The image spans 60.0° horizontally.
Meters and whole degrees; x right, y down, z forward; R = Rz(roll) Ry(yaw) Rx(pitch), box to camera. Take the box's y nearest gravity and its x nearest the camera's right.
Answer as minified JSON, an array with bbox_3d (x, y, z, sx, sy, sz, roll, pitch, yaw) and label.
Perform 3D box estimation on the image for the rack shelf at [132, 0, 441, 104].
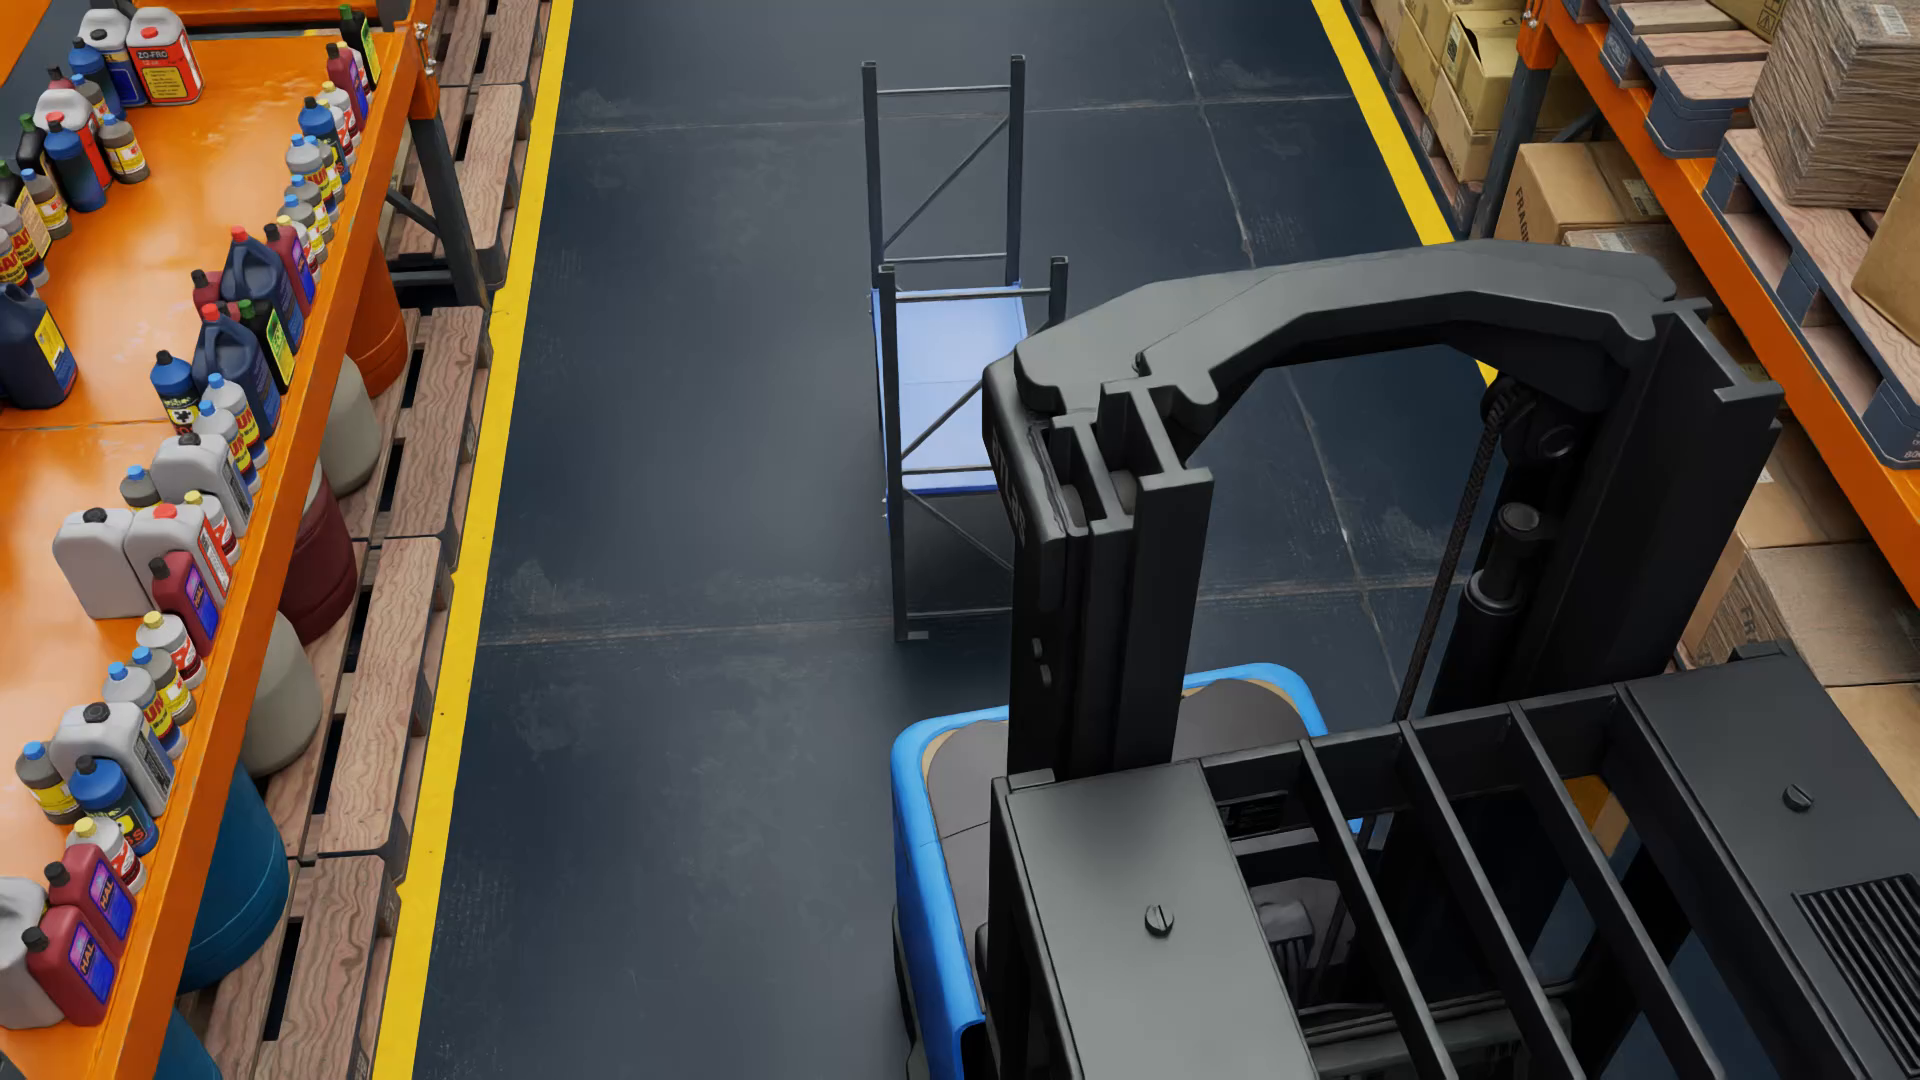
[{"bbox_3d":[-2.528,-3.080,7.097,1.077,0.370,4.000,-3,47,-3],"label":"rack shelf"}]

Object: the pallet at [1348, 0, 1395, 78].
[{"bbox_3d":[2.447,-2.699,8.160,1.003,0.211,1.213,-3,47,-3],"label":"pallet"}]

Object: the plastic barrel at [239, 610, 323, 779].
[{"bbox_3d":[-2.072,0.404,4.726,0.421,0.512,0.421,0,47,0],"label":"plastic barrel"}]

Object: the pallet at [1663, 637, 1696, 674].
[{"bbox_3d":[2.700,0.203,5.412,1.003,0.211,1.213,-3,47,-3],"label":"pallet"}]

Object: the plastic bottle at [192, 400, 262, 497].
[{"bbox_3d":[-1.764,-0.224,3.984,0.097,0.271,0.097,0,47,0],"label":"plastic bottle"}]

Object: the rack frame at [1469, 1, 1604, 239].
[{"bbox_3d":[2.576,-2.179,5.748,1.000,3.000,0.127,-3,47,-3],"label":"rack frame"}]

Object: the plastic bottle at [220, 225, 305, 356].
[{"bbox_3d":[-1.834,-0.652,4.336,0.144,0.351,0.185,-3,47,-3],"label":"plastic bottle"}]

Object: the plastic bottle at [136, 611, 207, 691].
[{"bbox_3d":[-1.714,0.233,3.601,0.097,0.201,0.097,0,47,0],"label":"plastic bottle"}]

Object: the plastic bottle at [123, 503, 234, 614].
[{"bbox_3d":[-1.762,0.028,3.743,0.152,0.276,0.135,-3,47,-3],"label":"plastic bottle"}]

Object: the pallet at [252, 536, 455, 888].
[{"bbox_3d":[-2.154,0.527,5.106,1.003,0.211,1.213,-3,47,-3],"label":"pallet"}]

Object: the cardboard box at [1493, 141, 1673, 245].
[{"bbox_3d":[2.329,-1.124,6.167,0.500,0.500,0.500,-2,47,-2],"label":"cardboard box"}]

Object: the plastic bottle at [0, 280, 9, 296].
[{"bbox_3d":[-2.595,-0.669,4.398,0.061,0.283,0.133,-3,47,-3],"label":"plastic bottle"}]

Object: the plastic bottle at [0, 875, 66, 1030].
[{"bbox_3d":[-1.735,0.727,3.030,0.144,0.351,0.185,-3,47,-3],"label":"plastic bottle"}]

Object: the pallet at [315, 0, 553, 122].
[{"bbox_3d":[-2.486,-2.365,7.845,1.003,0.211,1.213,-3,47,-3],"label":"pallet"}]

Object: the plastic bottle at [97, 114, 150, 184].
[{"bbox_3d":[-2.485,-1.166,4.925,0.097,0.201,0.097,0,47,0],"label":"plastic bottle"}]

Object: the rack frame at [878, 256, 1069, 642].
[{"bbox_3d":[0.035,-0.210,4.916,0.500,1.500,0.032,-3,47,-3],"label":"rack frame"}]

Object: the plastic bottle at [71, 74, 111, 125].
[{"bbox_3d":[-2.656,-1.323,5.074,0.097,0.201,0.097,0,47,0],"label":"plastic bottle"}]

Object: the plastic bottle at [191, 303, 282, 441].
[{"bbox_3d":[-1.807,-0.422,4.118,0.144,0.351,0.185,-3,47,-3],"label":"plastic bottle"}]

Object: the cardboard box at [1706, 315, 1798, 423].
[{"bbox_3d":[2.416,-0.382,5.465,0.500,0.500,0.500,-4,47,-4],"label":"cardboard box"}]

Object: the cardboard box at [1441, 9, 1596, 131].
[{"bbox_3d":[2.287,-1.935,6.735,0.500,0.311,0.500,-2,47,-2],"label":"cardboard box"}]

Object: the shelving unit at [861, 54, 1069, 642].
[{"bbox_3d":[-0.007,-0.577,5.264,0.538,1.500,1.048,-3,47,-3],"label":"shelving unit"}]

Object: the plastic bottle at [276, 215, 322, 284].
[{"bbox_3d":[-1.834,-0.801,4.579,0.097,0.201,0.097,0,47,0],"label":"plastic bottle"}]

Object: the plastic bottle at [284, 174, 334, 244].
[{"bbox_3d":[-1.850,-0.942,4.713,0.097,0.201,0.097,0,47,0],"label":"plastic bottle"}]

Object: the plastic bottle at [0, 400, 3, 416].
[{"bbox_3d":[-2.521,-0.412,4.108,0.144,0.351,0.185,-3,47,-3],"label":"plastic bottle"}]

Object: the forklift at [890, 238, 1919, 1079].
[{"bbox_3d":[0.631,1.134,2.657,1.130,2.935,3.031,-9,47,-8],"label":"forklift"}]

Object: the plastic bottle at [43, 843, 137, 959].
[{"bbox_3d":[-1.642,0.666,3.134,0.061,0.283,0.133,-3,47,-3],"label":"plastic bottle"}]

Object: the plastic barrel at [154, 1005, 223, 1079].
[{"bbox_3d":[-2.054,1.196,3.707,0.600,0.901,0.708,-3,47,-3],"label":"plastic barrel"}]

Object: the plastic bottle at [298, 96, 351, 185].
[{"bbox_3d":[-1.874,-1.177,4.888,0.097,0.271,0.097,0,47,0],"label":"plastic bottle"}]

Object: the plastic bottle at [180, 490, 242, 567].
[{"bbox_3d":[-1.745,-0.032,3.851,0.097,0.201,0.097,0,47,0],"label":"plastic bottle"}]

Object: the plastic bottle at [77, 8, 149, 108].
[{"bbox_3d":[-2.646,-1.505,5.195,0.152,0.276,0.135,-3,47,-3],"label":"plastic bottle"}]

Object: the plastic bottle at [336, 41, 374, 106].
[{"bbox_3d":[-1.910,-1.461,5.204,0.097,0.201,0.097,0,47,0],"label":"plastic bottle"}]

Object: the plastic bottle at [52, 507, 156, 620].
[{"bbox_3d":[-1.914,0.037,3.734,0.152,0.276,0.135,-3,47,-3],"label":"plastic bottle"}]

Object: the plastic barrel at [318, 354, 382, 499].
[{"bbox_3d":[-2.166,-0.413,5.500,0.421,0.512,0.421,0,47,0],"label":"plastic barrel"}]

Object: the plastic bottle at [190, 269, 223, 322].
[{"bbox_3d":[-1.934,-0.604,4.337,0.061,0.283,0.133,-3,47,-3],"label":"plastic bottle"}]

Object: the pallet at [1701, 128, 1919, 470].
[{"bbox_3d":[2.743,-0.706,4.485,1.003,0.211,1.213,-3,47,-3],"label":"pallet"}]

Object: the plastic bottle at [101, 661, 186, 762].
[{"bbox_3d":[-1.698,0.349,3.442,0.097,0.271,0.097,0,47,0],"label":"plastic bottle"}]

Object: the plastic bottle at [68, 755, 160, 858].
[{"bbox_3d":[-1.678,0.517,3.283,0.097,0.271,0.097,0,47,0],"label":"plastic bottle"}]

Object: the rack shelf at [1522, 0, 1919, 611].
[{"bbox_3d":[2.743,-0.484,4.638,1.077,0.370,4.000,-3,47,-3],"label":"rack shelf"}]

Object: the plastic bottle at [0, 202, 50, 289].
[{"bbox_3d":[-2.595,-0.820,4.549,0.097,0.271,0.097,0,47,0],"label":"plastic bottle"}]

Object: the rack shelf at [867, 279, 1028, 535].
[{"bbox_3d":[-0.007,-0.454,5.395,0.538,0.185,1.000,-3,47,-3],"label":"rack shelf"}]

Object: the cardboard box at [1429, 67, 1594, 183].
[{"bbox_3d":[2.289,-1.744,6.940,0.500,0.250,0.500,-2,47,-2],"label":"cardboard box"}]

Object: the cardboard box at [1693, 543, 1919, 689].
[{"bbox_3d":[2.509,0.363,4.759,0.500,0.500,0.500,-3,47,-3],"label":"cardboard box"}]

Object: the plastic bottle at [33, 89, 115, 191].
[{"bbox_3d":[-2.608,-1.170,4.878,0.152,0.276,0.135,-3,47,-3],"label":"plastic bottle"}]

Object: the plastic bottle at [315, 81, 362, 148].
[{"bbox_3d":[-1.891,-1.294,5.046,0.097,0.201,0.097,0,47,0],"label":"plastic bottle"}]

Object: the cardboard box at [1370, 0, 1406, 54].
[{"bbox_3d":[2.203,-2.480,7.638,0.500,0.250,0.500,-3,47,-2],"label":"cardboard box"}]

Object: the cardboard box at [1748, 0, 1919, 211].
[{"bbox_3d":[2.627,-1.236,4.496,0.700,0.500,0.500,4,47,4],"label":"cardboard box"}]

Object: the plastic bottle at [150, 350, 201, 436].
[{"bbox_3d":[-1.924,-0.356,4.110,0.097,0.271,0.097,0,47,0],"label":"plastic bottle"}]

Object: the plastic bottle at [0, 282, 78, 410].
[{"bbox_3d":[-2.381,-0.518,4.209,0.144,0.351,0.185,-3,47,-3],"label":"plastic bottle"}]

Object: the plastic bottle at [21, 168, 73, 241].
[{"bbox_3d":[-2.614,-0.963,4.733,0.097,0.201,0.097,0,47,0],"label":"plastic bottle"}]
